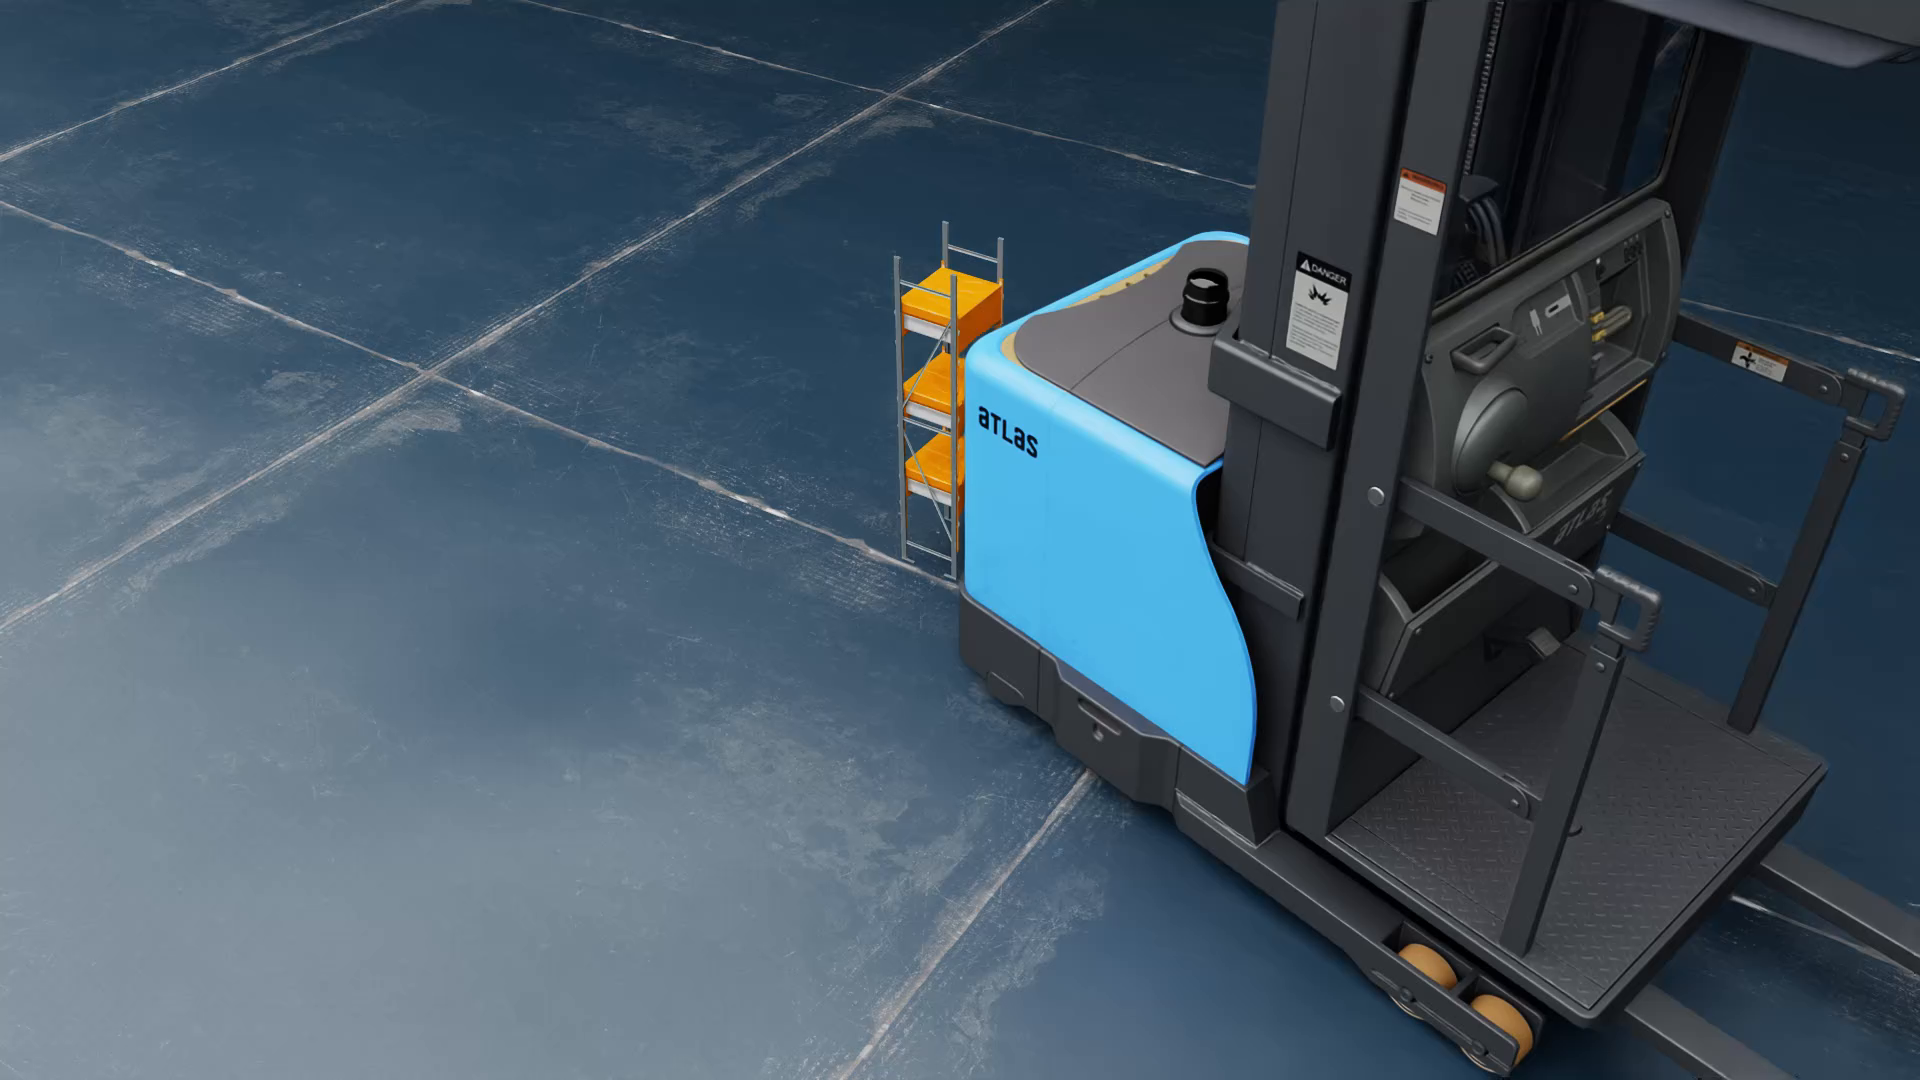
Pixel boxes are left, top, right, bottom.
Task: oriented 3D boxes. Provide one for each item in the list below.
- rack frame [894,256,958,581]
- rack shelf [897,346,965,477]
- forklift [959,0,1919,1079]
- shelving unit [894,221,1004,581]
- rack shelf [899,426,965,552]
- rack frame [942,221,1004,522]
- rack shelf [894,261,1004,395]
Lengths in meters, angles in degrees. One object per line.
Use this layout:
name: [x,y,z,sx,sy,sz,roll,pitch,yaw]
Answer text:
rack frame: [-0.094,-0.325,4.812,0.200,1.050,0.008,21,42,25]
rack shelf: [-0.029,-0.380,4.900,0.215,0.259,0.240,21,42,25]
forklift: [1.364,-0.333,3.281,1.130,2.935,3.031,-29,46,-32]
shelving unit: [-0.029,-0.388,4.894,0.215,1.050,0.252,21,42,25]
rack shelf: [-0.029,-0.160,5.070,0.215,0.259,0.240,21,42,25]
rack frame: [0.037,-0.451,4.975,0.200,1.050,0.008,21,42,25]
rack shelf: [-0.029,-0.605,4.727,0.215,0.259,0.240,21,42,25]
